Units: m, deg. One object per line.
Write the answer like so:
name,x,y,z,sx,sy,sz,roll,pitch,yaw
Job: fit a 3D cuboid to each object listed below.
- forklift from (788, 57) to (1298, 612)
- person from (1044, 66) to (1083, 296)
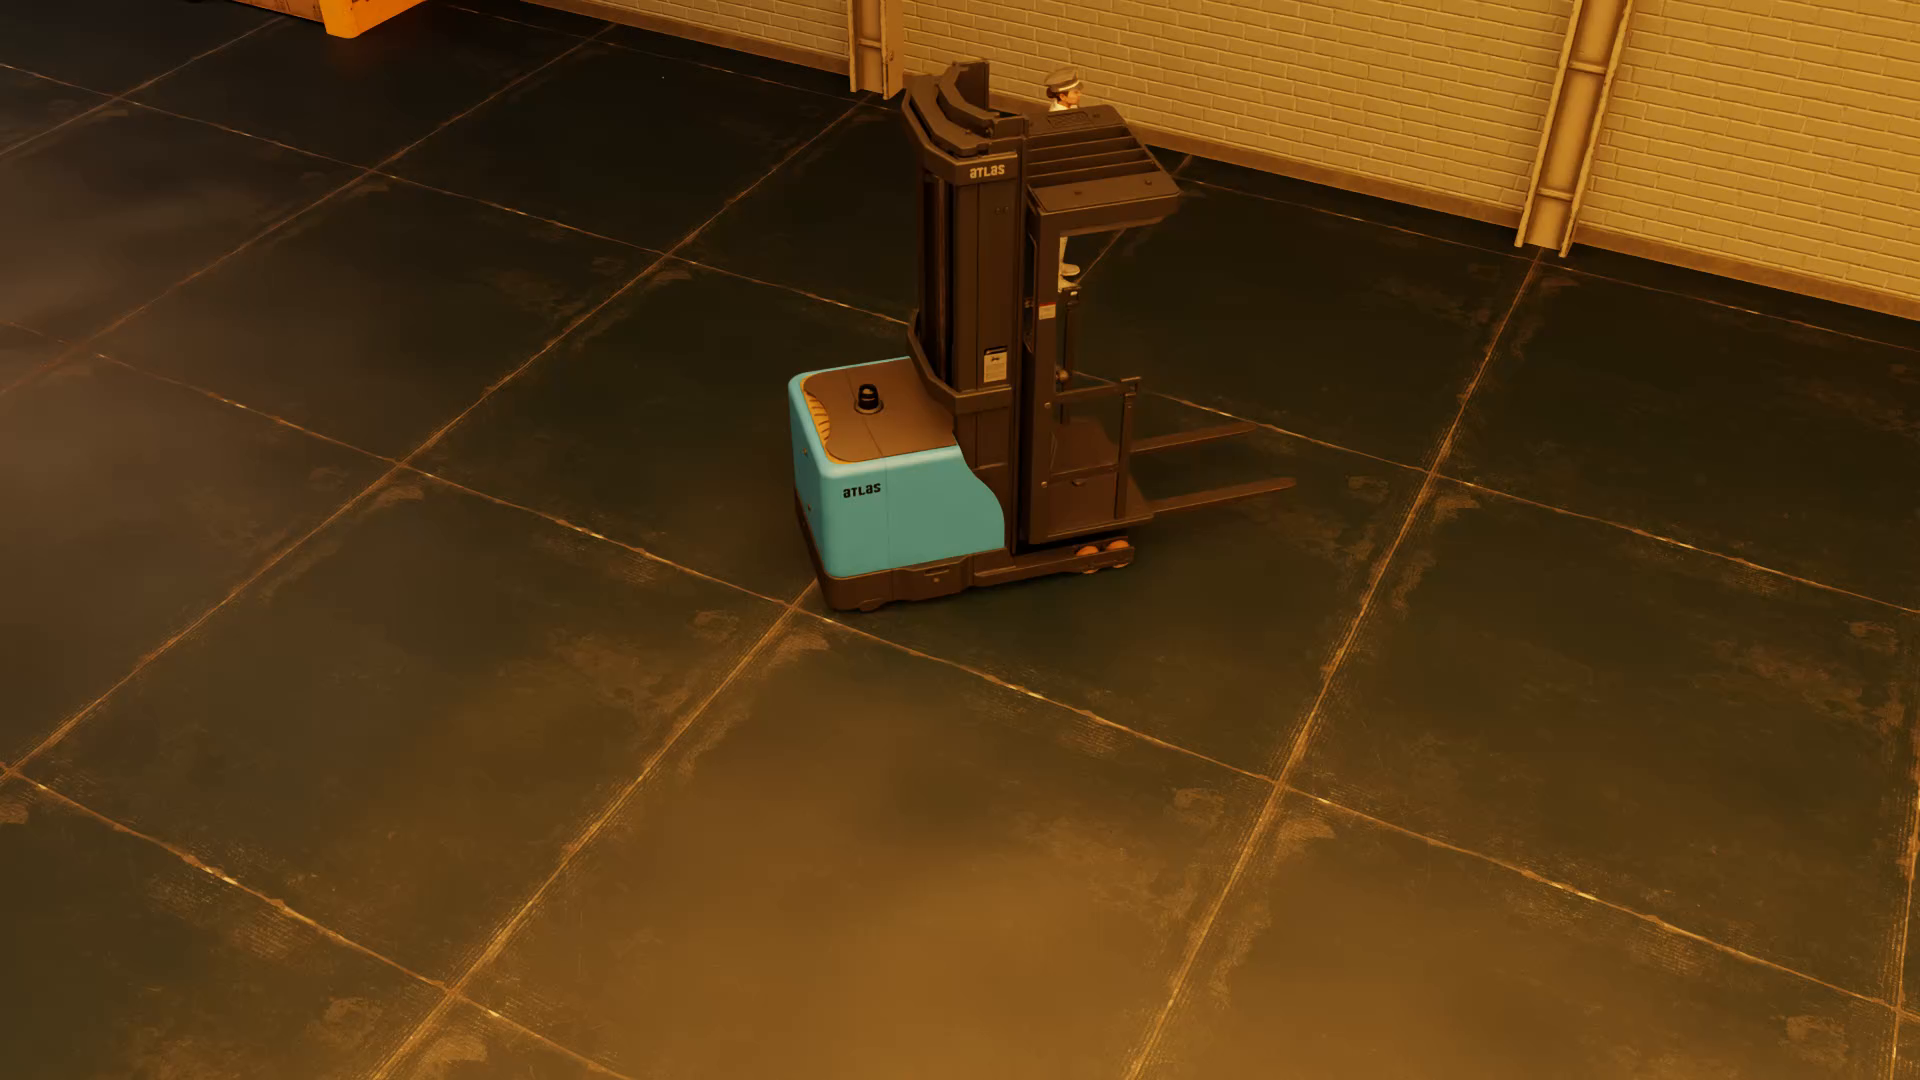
forklift,0.553,-1.237,9.455,3.031,2.935,1.130,-11,41,-12
person,0.756,-2.621,12.065,0.341,1.693,0.461,3,40,3
